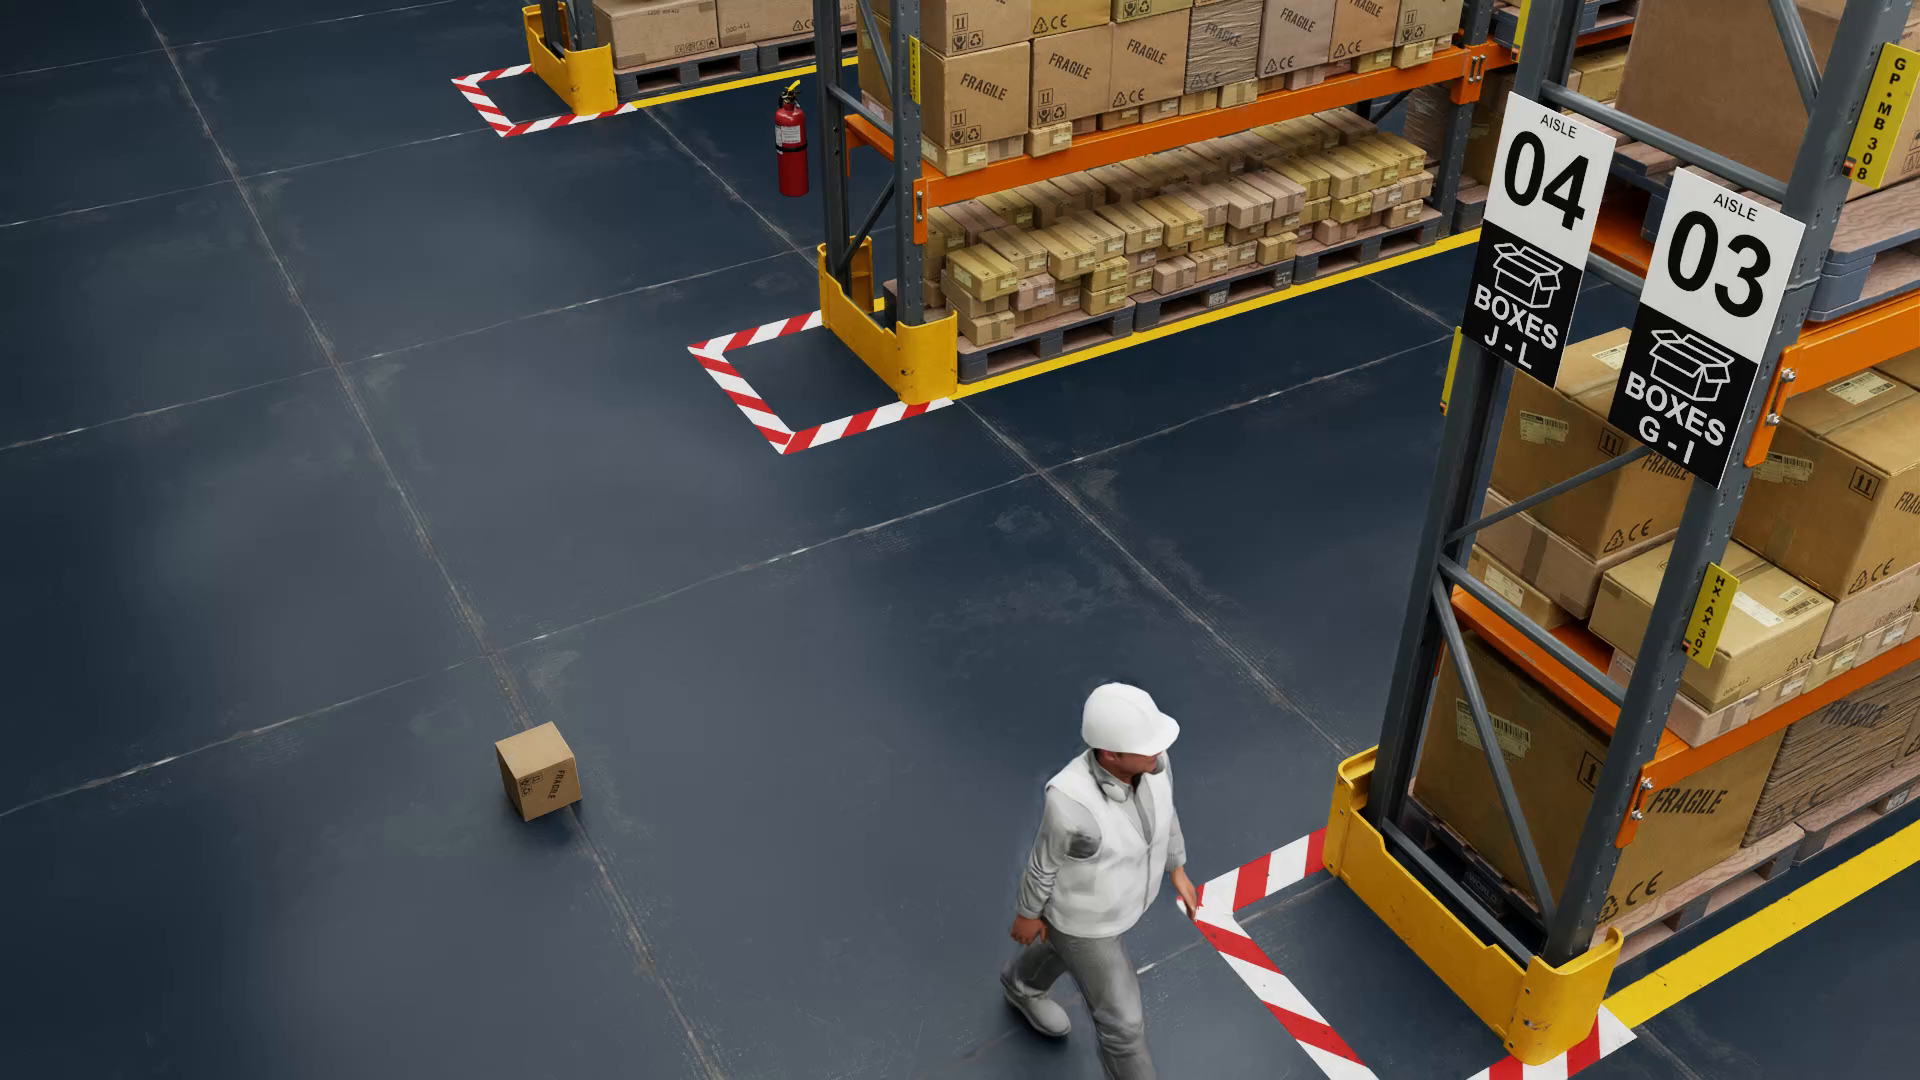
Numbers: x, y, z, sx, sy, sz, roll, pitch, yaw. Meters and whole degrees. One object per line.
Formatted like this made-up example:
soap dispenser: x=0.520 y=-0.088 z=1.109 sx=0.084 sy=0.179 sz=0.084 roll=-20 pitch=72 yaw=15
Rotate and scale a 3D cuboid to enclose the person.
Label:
person: x=0.526 y=1.145 z=5.344 sx=0.978 sy=1.727 sz=0.556 roll=24 pitch=43 yaw=29
